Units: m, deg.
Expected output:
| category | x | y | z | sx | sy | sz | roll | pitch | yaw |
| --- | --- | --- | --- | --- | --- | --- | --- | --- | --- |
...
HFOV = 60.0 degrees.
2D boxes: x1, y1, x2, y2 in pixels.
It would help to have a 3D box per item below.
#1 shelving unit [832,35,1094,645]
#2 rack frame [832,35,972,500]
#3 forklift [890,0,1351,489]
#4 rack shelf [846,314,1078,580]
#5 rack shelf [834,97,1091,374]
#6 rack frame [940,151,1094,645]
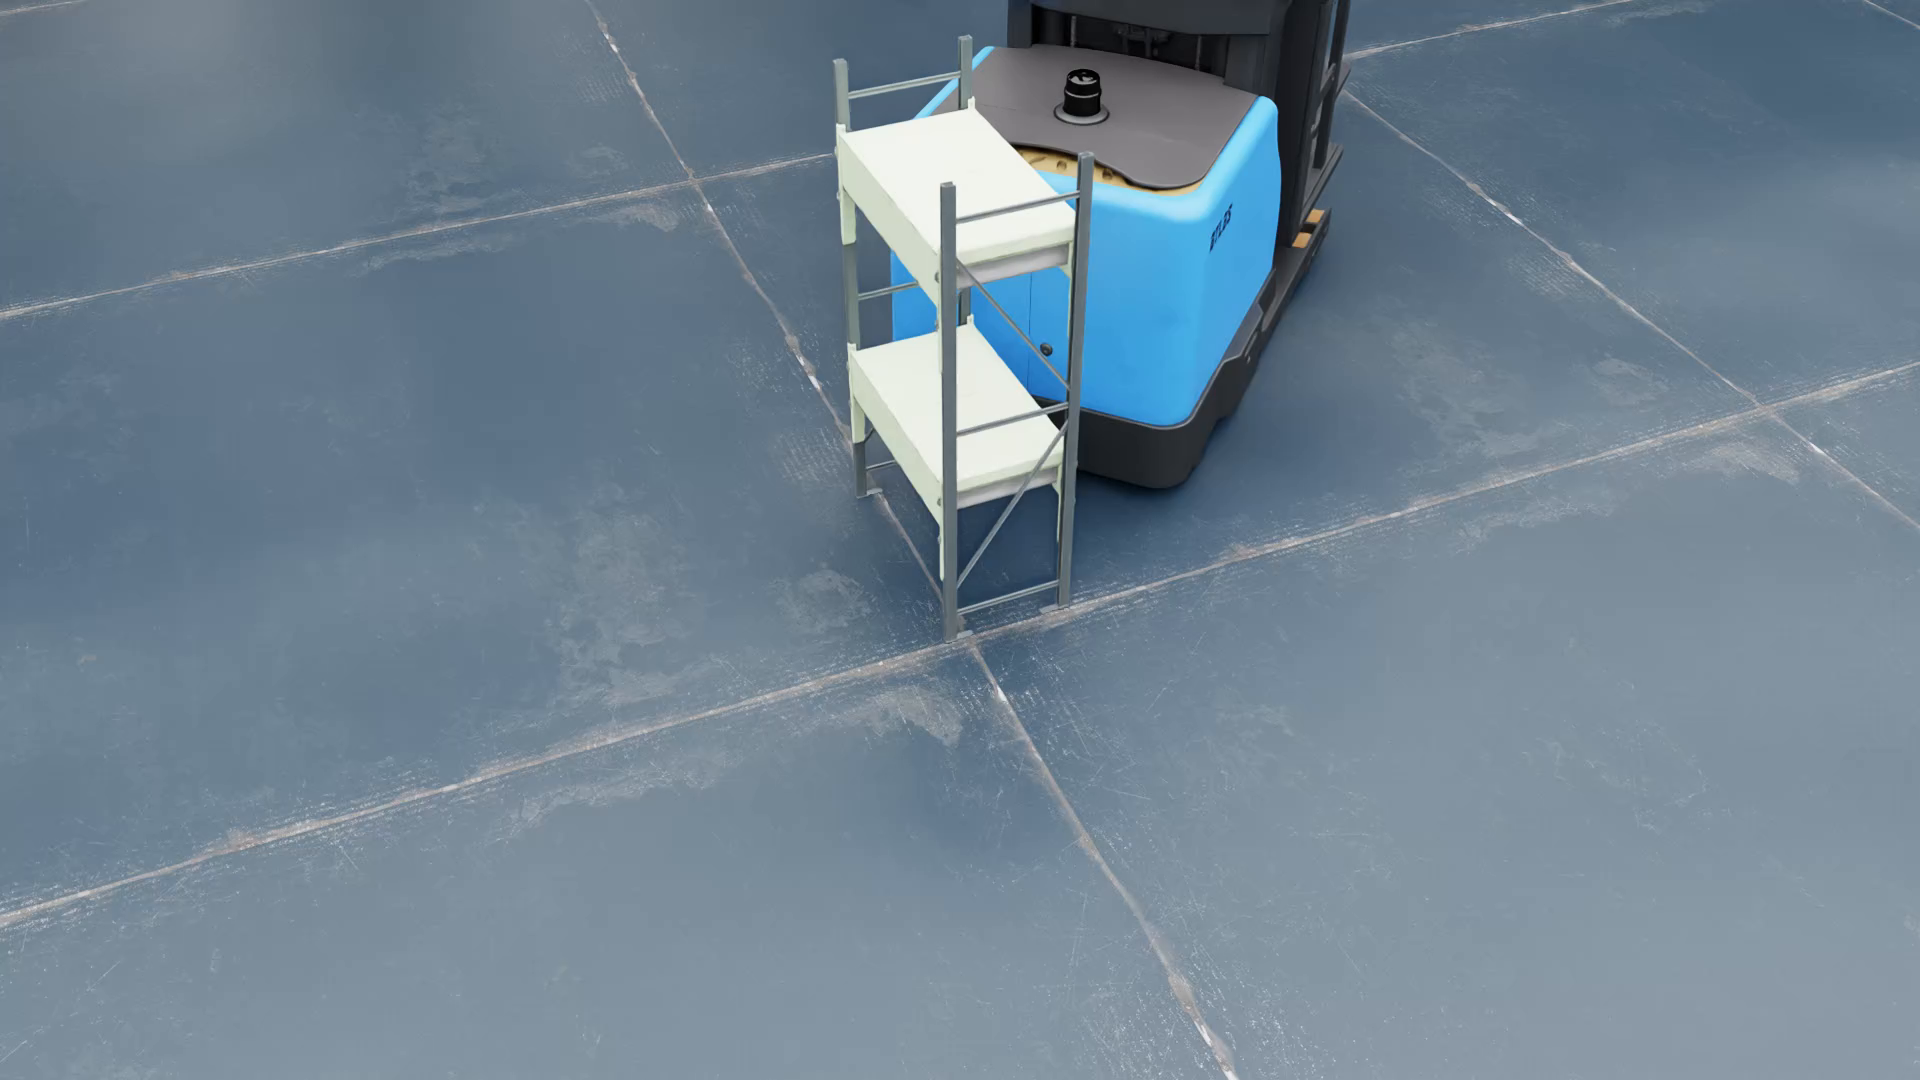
| category | x | y | z | sx | sy | sz | roll | pitch | yaw |
| --- | --- | --- | --- | --- | --- | --- | --- | --- | --- |
| shelving unit | -0.007 | -0.539 | 4.726 | 0.431 | 1.500 | 0.755 | -16 | 43 | -18 |
| rack frame | -0.154 | -0.757 | 4.980 | 0.400 | 1.500 | 0.023 | -16 | 43 | -18 |
| forklift | 0.816 | -2.240 | 5.607 | 1.130 | 2.935 | 3.031 | 16 | 43 | 18 |
| rack shelf | -0.007 | -0.291 | 4.939 | 0.431 | 0.370 | 0.720 | -16 | 43 | -18 |
| rack shelf | -0.007 | -0.835 | 4.472 | 0.431 | 0.370 | 0.720 | -16 | 43 | -18 |
| rack frame | 0.139 | -0.320 | 4.472 | 0.400 | 1.500 | 0.023 | -16 | 43 | -18 |
